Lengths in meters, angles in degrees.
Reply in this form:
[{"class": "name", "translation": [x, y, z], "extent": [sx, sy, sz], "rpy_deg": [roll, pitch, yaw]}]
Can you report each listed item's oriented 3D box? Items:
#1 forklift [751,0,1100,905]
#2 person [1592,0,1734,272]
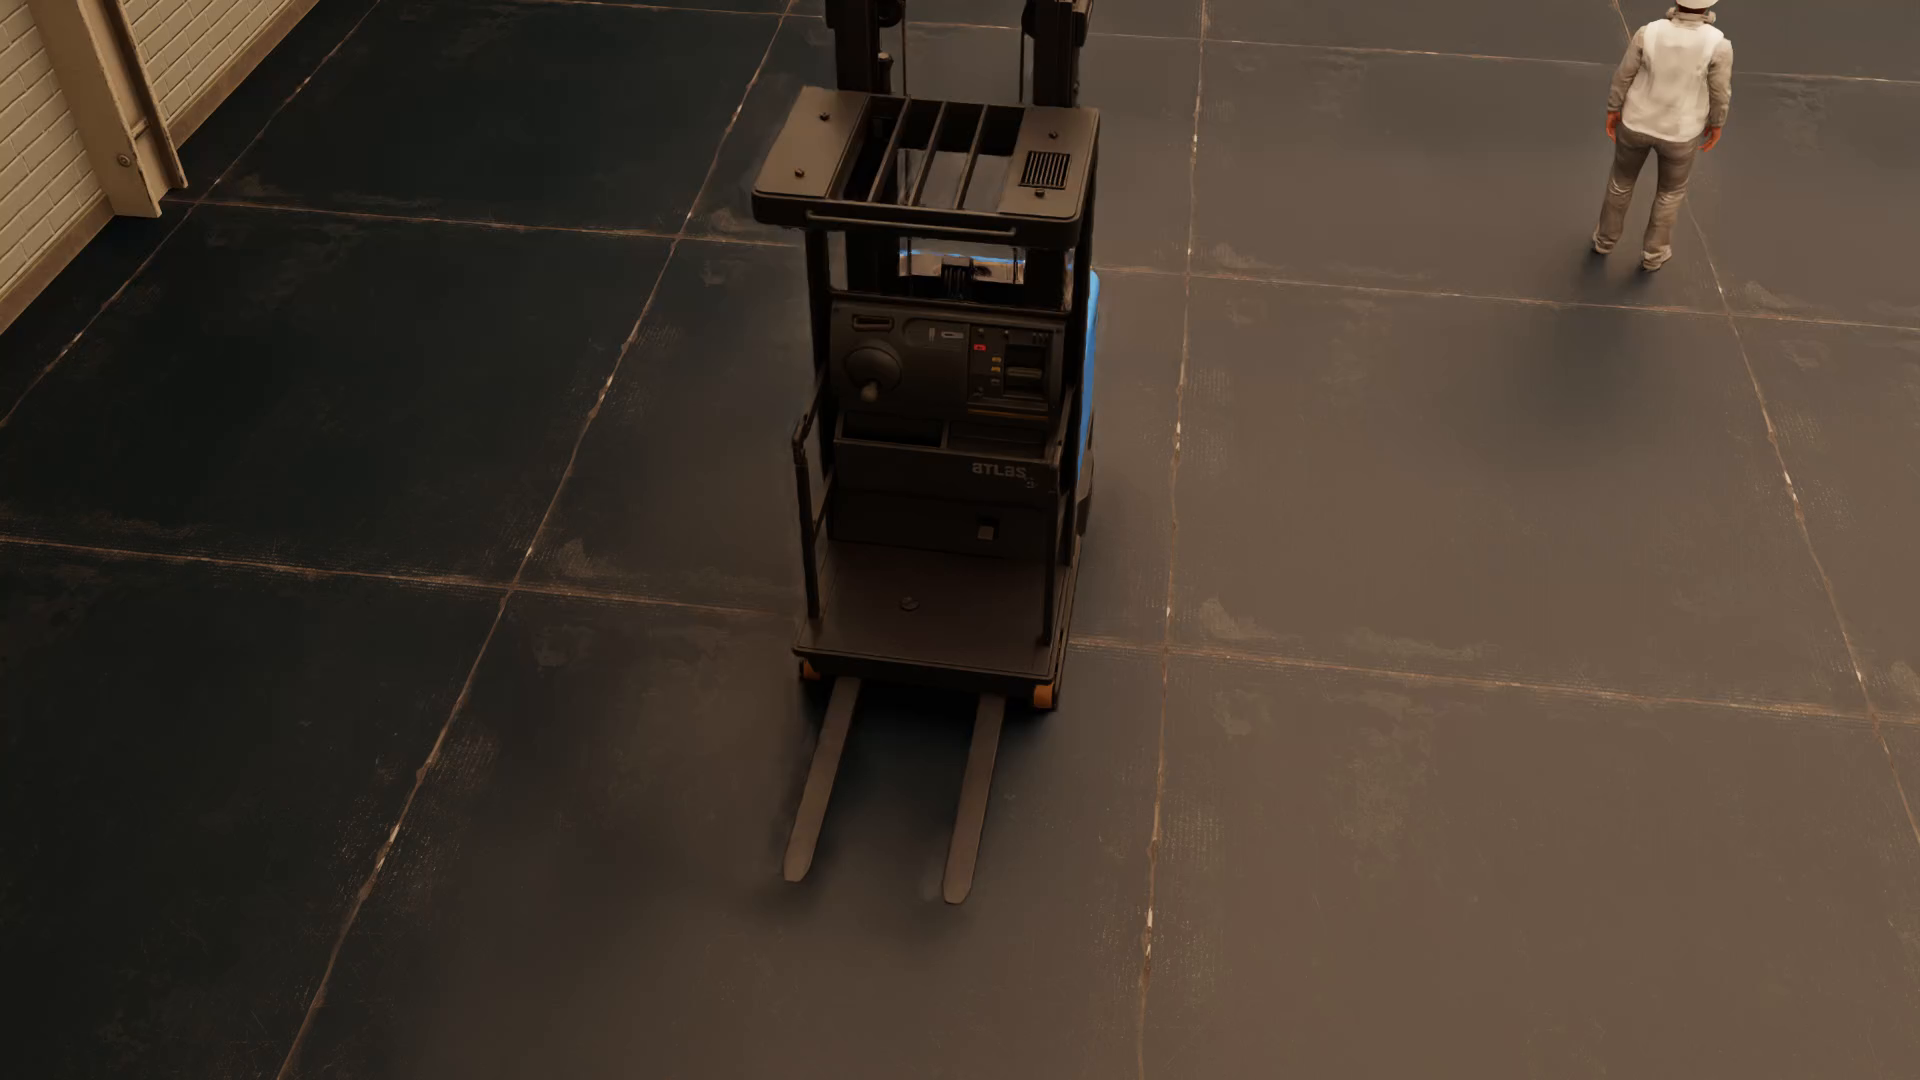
[{"class": "forklift", "translation": [-0.087, -0.623, 6.403], "extent": [1.130, 2.935, 3.031], "rpy_deg": [6, 43, 7]}, {"class": "person", "translation": [3.849, -2.298, 9.095], "extent": [0.615, 1.792, 0.492], "rpy_deg": [22, 47, 22]}]
